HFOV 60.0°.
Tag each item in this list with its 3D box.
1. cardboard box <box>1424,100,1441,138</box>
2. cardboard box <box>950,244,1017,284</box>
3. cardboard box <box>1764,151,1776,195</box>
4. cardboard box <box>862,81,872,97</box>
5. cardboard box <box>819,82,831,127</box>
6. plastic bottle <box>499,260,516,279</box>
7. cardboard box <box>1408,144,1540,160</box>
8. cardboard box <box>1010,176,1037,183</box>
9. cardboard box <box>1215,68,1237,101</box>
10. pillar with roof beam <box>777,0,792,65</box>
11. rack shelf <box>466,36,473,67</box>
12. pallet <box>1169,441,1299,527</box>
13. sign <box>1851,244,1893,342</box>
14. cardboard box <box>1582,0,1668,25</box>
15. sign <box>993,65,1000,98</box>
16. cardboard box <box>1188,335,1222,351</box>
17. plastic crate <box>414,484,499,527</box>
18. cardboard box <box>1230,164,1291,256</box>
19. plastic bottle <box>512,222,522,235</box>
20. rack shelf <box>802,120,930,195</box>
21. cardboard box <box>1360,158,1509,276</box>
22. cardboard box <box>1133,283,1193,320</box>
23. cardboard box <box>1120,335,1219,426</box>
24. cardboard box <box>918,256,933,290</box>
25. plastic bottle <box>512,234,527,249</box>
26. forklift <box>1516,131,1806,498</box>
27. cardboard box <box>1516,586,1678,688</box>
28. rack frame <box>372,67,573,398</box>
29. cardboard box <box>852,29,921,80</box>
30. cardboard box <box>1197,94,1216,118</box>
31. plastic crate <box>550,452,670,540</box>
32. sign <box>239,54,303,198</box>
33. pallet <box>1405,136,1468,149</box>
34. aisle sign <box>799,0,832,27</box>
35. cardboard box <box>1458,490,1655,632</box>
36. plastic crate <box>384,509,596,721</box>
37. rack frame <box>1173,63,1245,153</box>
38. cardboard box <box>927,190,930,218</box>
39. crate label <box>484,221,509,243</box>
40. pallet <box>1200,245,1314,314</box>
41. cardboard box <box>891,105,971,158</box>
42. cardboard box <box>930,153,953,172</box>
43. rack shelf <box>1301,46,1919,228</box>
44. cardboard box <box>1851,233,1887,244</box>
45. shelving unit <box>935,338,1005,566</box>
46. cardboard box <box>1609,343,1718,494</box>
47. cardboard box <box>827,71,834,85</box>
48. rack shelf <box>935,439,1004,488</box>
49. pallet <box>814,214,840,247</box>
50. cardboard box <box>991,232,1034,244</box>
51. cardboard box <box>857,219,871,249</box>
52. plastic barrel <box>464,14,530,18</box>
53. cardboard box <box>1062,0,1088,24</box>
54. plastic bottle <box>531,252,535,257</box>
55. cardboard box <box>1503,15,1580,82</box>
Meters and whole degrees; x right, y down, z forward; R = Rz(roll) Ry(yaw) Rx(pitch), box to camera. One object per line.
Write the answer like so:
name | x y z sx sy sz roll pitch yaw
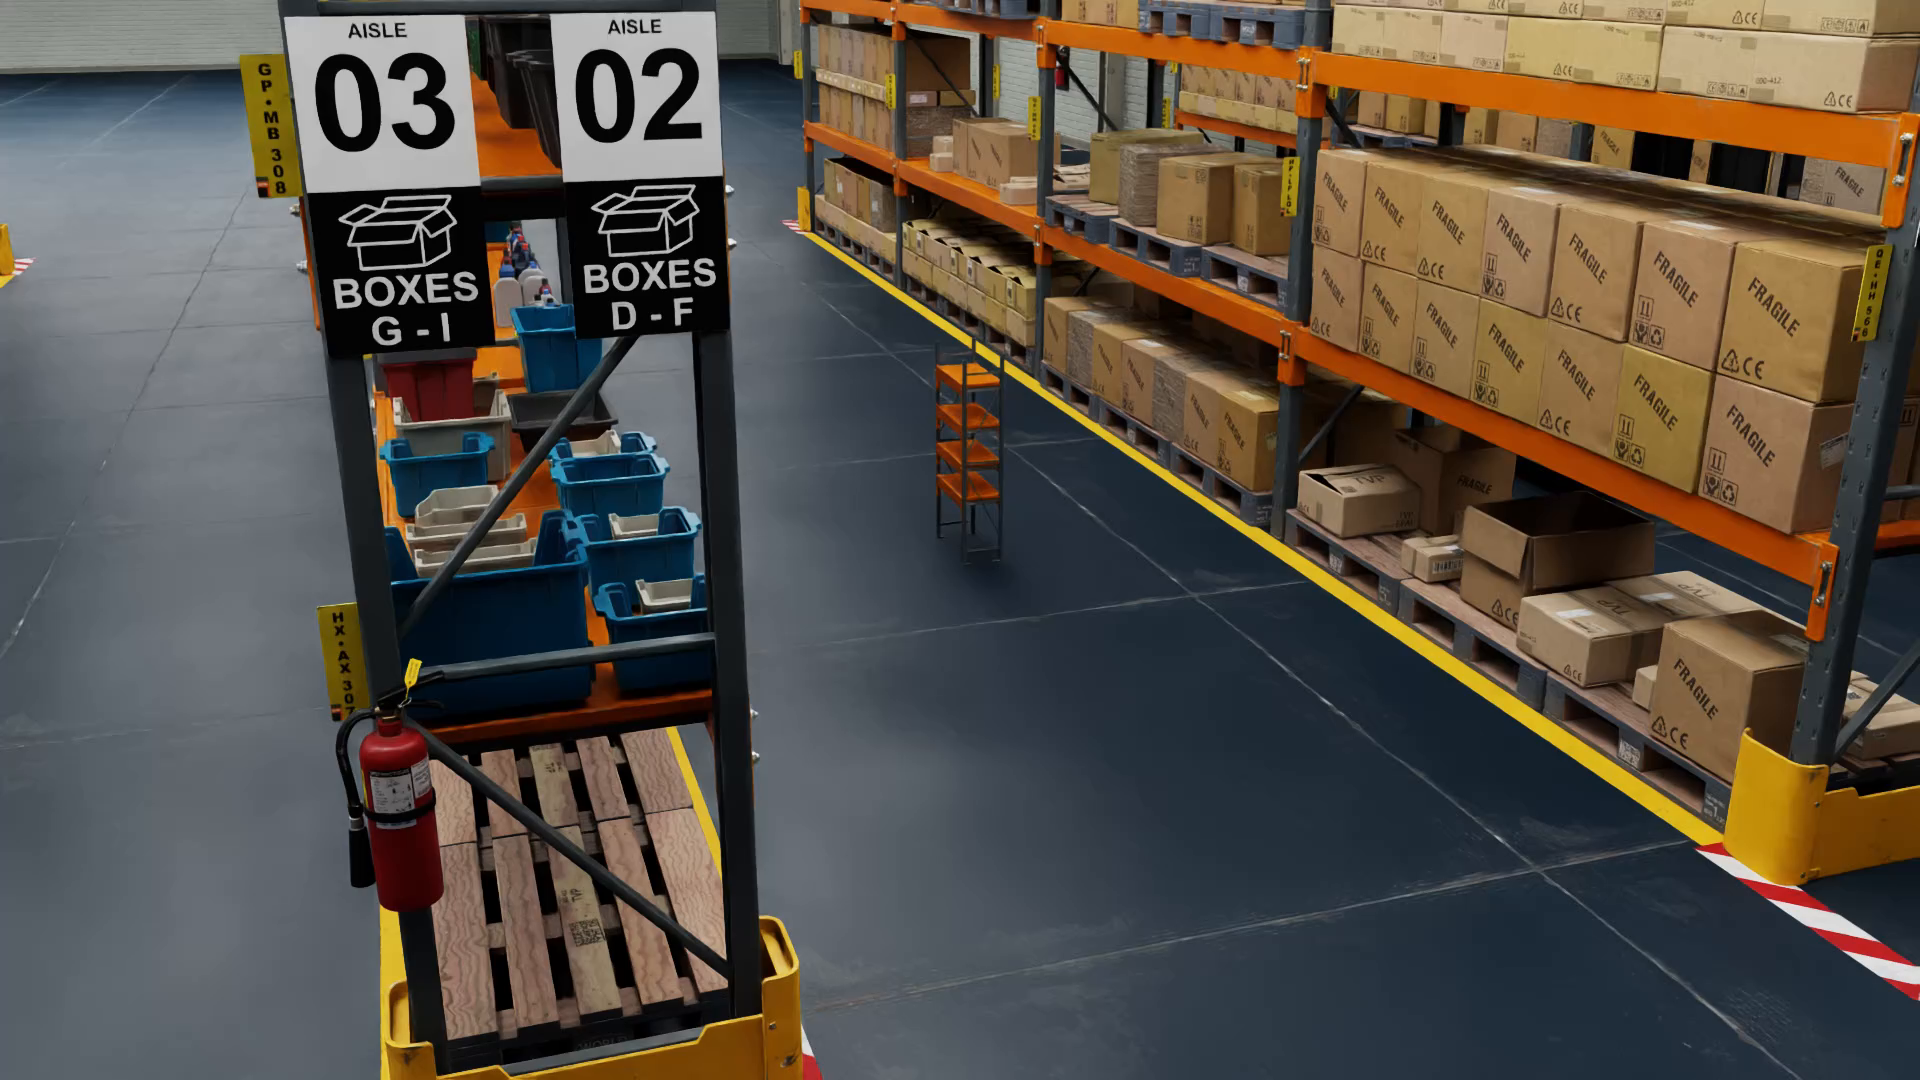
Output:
cardboard box | 5.076 -4.269 16.566 0.700 0.500 0.500 -4 20 -10
cardboard box | 0.220 -2.558 15.217 0.500 0.311 0.500 -6 21 -16
cardboard box | 6.192 -2.805 12.671 0.500 0.500 0.500 -6 21 -16
cardboard box | -0.845 -4.867 17.922 0.380 0.149 0.250 -6 21 -16
cardboard box | -1.281 -5.222 19.870 0.700 0.500 0.500 -6 21 -17
plastic bottle | -2.703 -1.537 9.950 0.097 0.271 0.097 0 20 0
cardboard box | 2.761 -1.858 9.025 0.500 0.500 0.500 -6 21 -17
cardboard box | 0.645 -3.044 14.325 0.380 0.149 0.250 -5 20 -13
cardboard box | 3.453 -5.634 20.248 0.500 0.500 0.500 -7 21 -19
pillar with roof beam | -9.189 -17.714 45.922 9.100 9.000 0.400 -6 21 -17
rack shelf | -2.976 -2.665 9.526 1.077 0.370 4.000 -6 21 -17
pallet | 2.065 -0.420 10.773 1.003 0.211 1.213 -6 21 -17
sign | 3.080 -0.833 5.617 0.100 0.325 0.005 -6 21 -17
cardboard box | 2.899 -2.227 6.724 0.500 0.250 0.500 -6 21 -17
sign | 0.354 -4.611 16.721 0.100 0.325 0.005 -6 21 -17
cardboard box | 1.949 -1.180 11.812 0.500 0.500 0.500 -7 21 -19
plastic crate | -1.817 -0.087 6.024 0.298 0.136 0.250 -6 21 -17
cardboard box | 2.143 -2.110 10.583 0.700 0.500 0.500 -3 20 -9
plastic bottle | -3.000 -2.020 11.276 0.061 0.283 0.133 -6 21 -17
rack shelf | -0.787 -4.346 18.642 1.077 0.370 4.000 -6 21 -17
cardboard box | 2.400 -1.646 8.435 0.500 0.500 0.500 -7 21 -19
cardboard box | 1.638 -1.850 12.566 0.500 0.250 0.500 -6 20 -15
cardboard box | 1.463 -1.117 11.636 0.500 0.500 0.500 -7 21 -19
cardboard box | -0.107 -2.626 16.237 0.500 0.250 0.500 -6 21 -16
plastic bottle | -2.858 -1.851 10.822 0.097 0.271 0.097 0 20 0
forklift | 5.197 -1.914 10.911 3.031 2.935 1.130 -6 21 -16
cardboard box | 2.939 0.439 7.673 0.500 0.250 0.500 -6 21 -17
rack frame | -2.347 -0.950 8.124 1.000 3.000 0.127 -6 21 -17
cardboard box | -0.777 -5.325 18.237 0.700 0.500 0.500 -6 21 -17
cardboard box | 3.315 -5.437 20.808 0.500 0.250 0.500 -7 21 -19
plastic crate | -1.269 -0.153 6.063 0.416 0.233 0.300 -6 21 -17
sign | -1.607 -0.965 3.884 0.100 0.325 0.005 -6 21 -17
pallet | 5.139 -3.827 16.417 1.003 0.211 1.213 -6 21 -17
aisle sign | -1.727 -6.538 19.836 0.394 0.787 0.004 -6 21 -17
cardboard box | 2.952 0.095 8.257 0.797 0.503 0.637 -6 21 -17
plastic crate | -1.373 0.201 4.778 0.616 0.435 0.499 -6 21 -17
rack frame | 3.286 -5.854 21.776 1.000 3.000 0.127 -6 21 -17
cardboard box | -0.171 -3.641 17.952 0.500 0.500 0.500 -6 21 -17
crate label | -3.381 -2.330 12.214 0.303 0.233 0.416 -6 21 -17
pallet | 2.209 -1.653 10.365 1.003 0.211 1.213 -6 21 -17
cardboard box | -0.304 -4.231 17.111 0.700 0.500 0.500 -7 21 -19
cardboard box | -0.074 -3.618 15.924 0.380 0.149 0.250 -6 21 -17
rack shelf | 2.985 -1.906 7.414 1.077 0.370 4.000 -6 21 -17
cardboard box | 3.724 -0.880 6.301 0.500 0.500 0.500 -6 21 -16
shelving unit | 0.052 -0.512 9.566 0.258 1.200 0.503 -6 21 -17
cardboard box | 3.048 -0.520 6.778 0.500 0.500 0.500 -6 21 -17
cardboard box | -1.334 -5.365 19.308 0.380 0.149 0.250 -6 21 -17
rack shelf | 0.052 -0.448 9.589 0.258 0.148 0.480 -6 21 -17
pallet | -1.135 -3.773 20.108 1.003 0.211 1.213 -6 21 -17
cardboard box | 0.565 -2.784 15.846 0.500 0.311 0.500 -6 21 -17
cardboard box | -0.830 -3.392 18.369 0.500 0.250 0.500 -6 21 -17
plastic barrel | -2.275 -2.819 8.068 0.433 0.535 0.433 0 20 0
cardboard box | 1.268 -4.081 12.256 0.910 0.500 0.500 -6 21 -17
plastic bottle | -2.613 -1.625 10.177 0.061 0.283 0.133 -6 21 -17
cardboard box | 2.744 -2.152 7.256 0.500 0.250 0.500 -6 21 -17
